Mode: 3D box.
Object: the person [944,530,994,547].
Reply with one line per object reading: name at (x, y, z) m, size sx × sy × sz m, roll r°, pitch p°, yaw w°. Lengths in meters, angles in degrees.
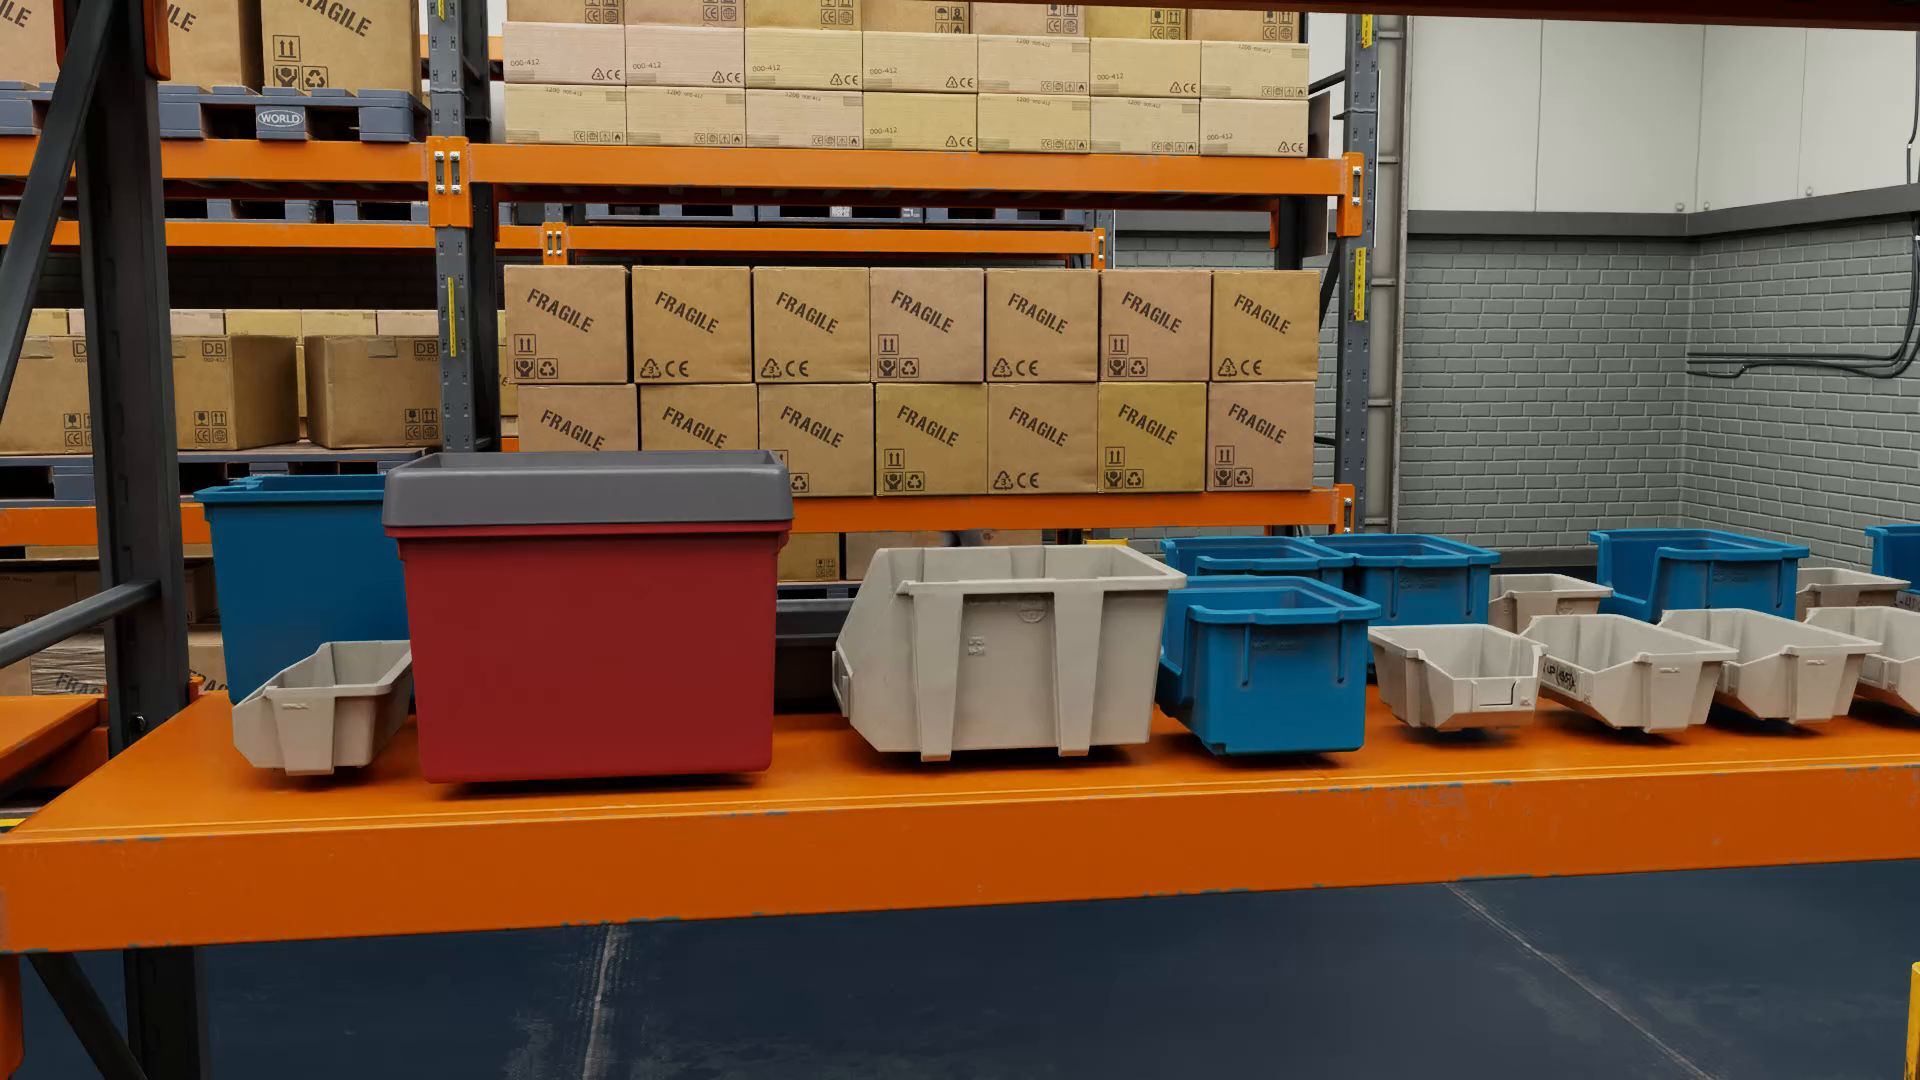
person at (0.077, -0.124, 10.957) m, size 0.564 × 1.584 × 0.591 m, roll -2°, pitch 7°, yaw -19°
